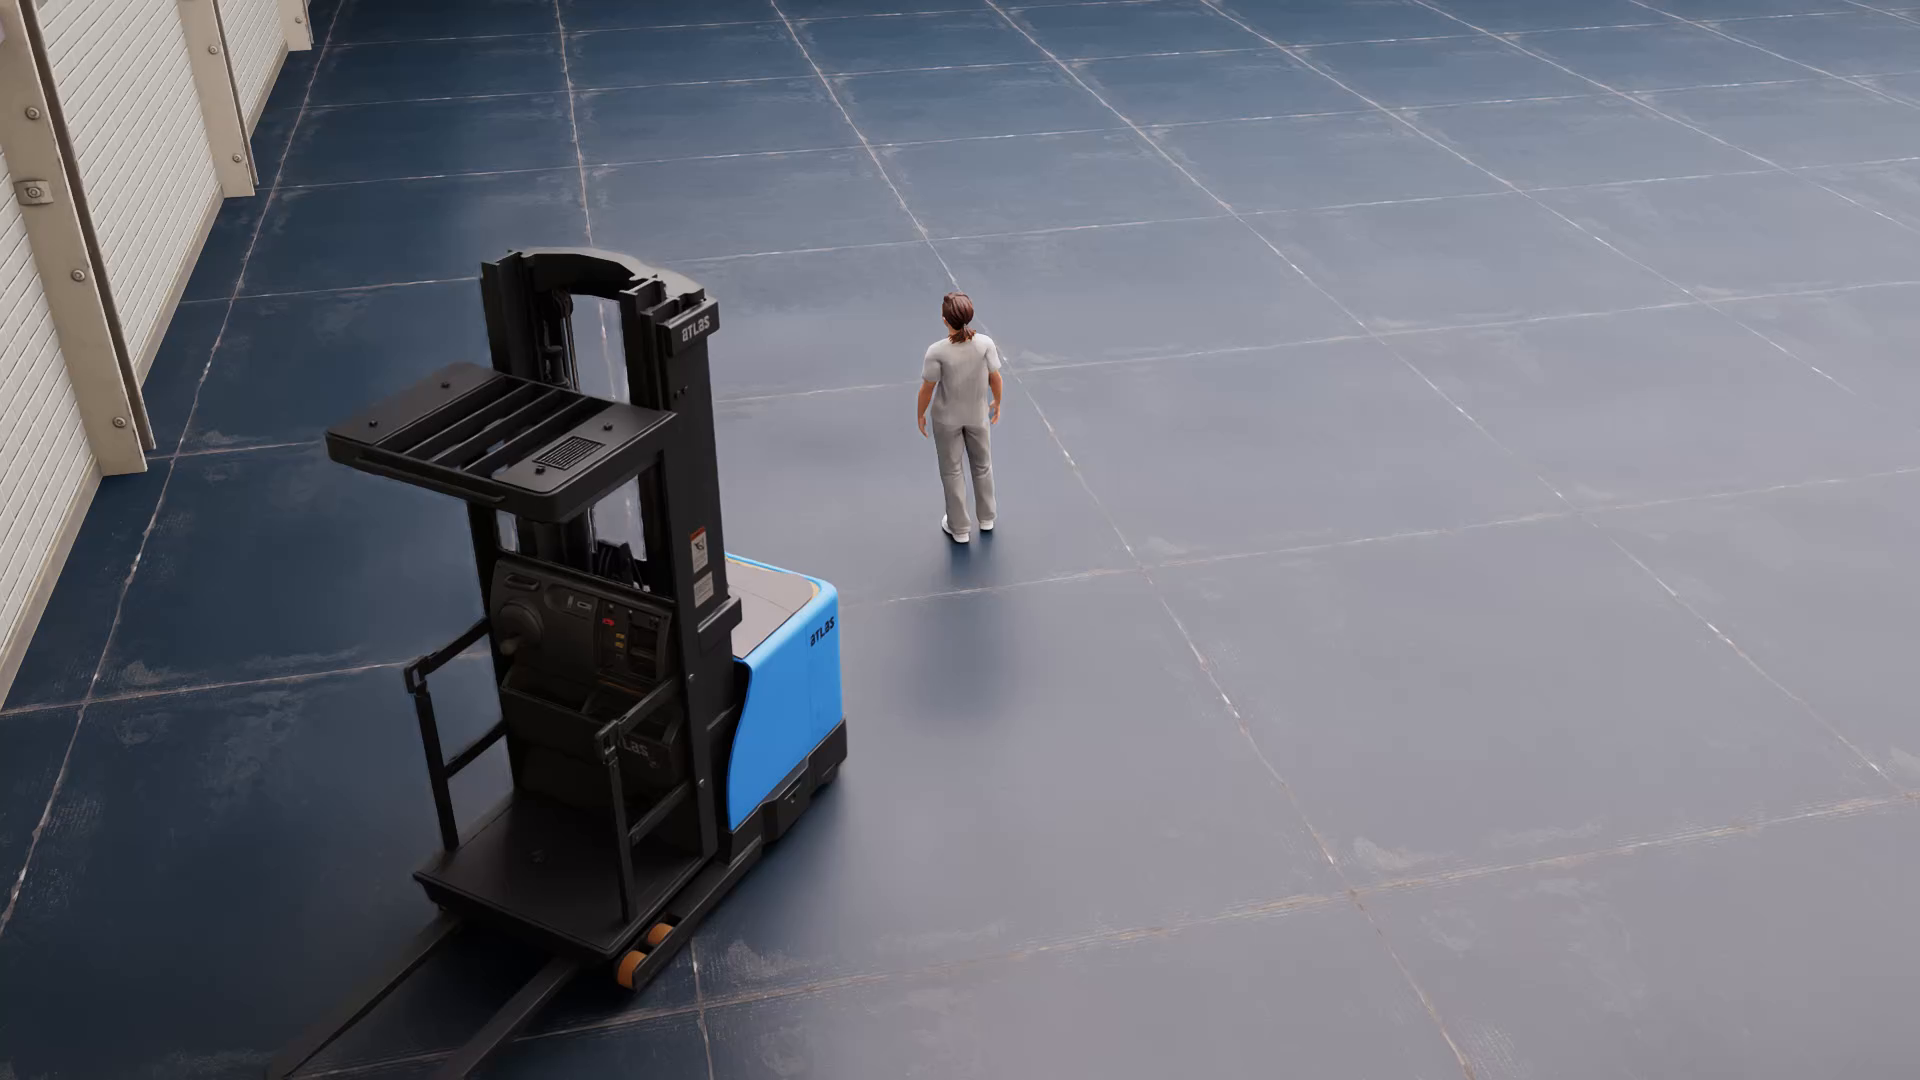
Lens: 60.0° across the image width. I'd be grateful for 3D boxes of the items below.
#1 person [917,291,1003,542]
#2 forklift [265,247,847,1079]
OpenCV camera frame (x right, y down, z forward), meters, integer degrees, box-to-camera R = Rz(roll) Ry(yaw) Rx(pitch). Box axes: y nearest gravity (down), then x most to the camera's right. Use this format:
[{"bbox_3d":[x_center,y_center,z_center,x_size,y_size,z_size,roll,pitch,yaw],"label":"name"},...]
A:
[{"bbox_3d":[-0.004,-0.769,10.141,0.549,1.675,0.549,-7,31,-12],"label":"person"},{"bbox_3d":[-1.704,0.411,6.864,1.130,2.935,3.031,15,33,24],"label":"forklift"}]
